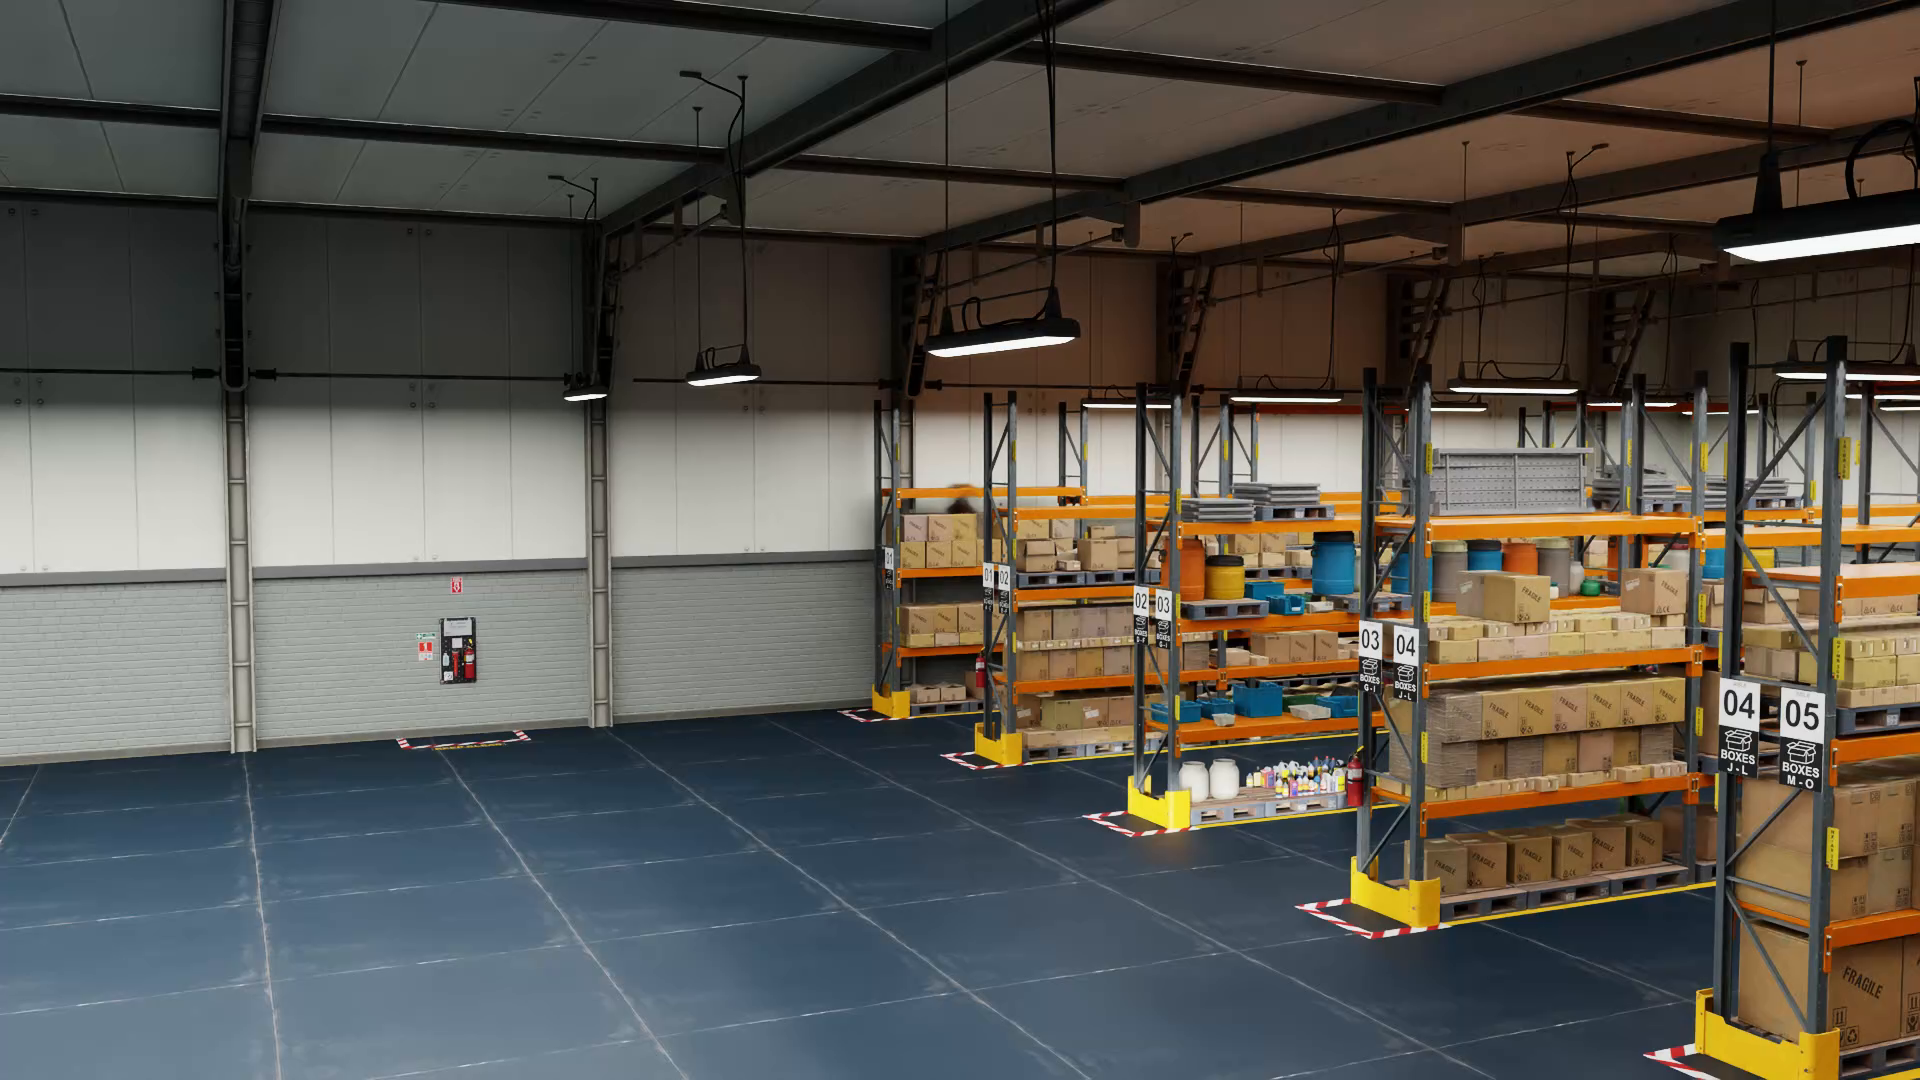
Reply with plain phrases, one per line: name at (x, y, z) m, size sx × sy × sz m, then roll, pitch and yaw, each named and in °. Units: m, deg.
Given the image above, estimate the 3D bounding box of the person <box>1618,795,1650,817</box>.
person at (8.658, 3.016, 21.623) m, size 0.964 × 1.747 × 0.667 m, roll -1°, pitch 4°, yaw -20°
